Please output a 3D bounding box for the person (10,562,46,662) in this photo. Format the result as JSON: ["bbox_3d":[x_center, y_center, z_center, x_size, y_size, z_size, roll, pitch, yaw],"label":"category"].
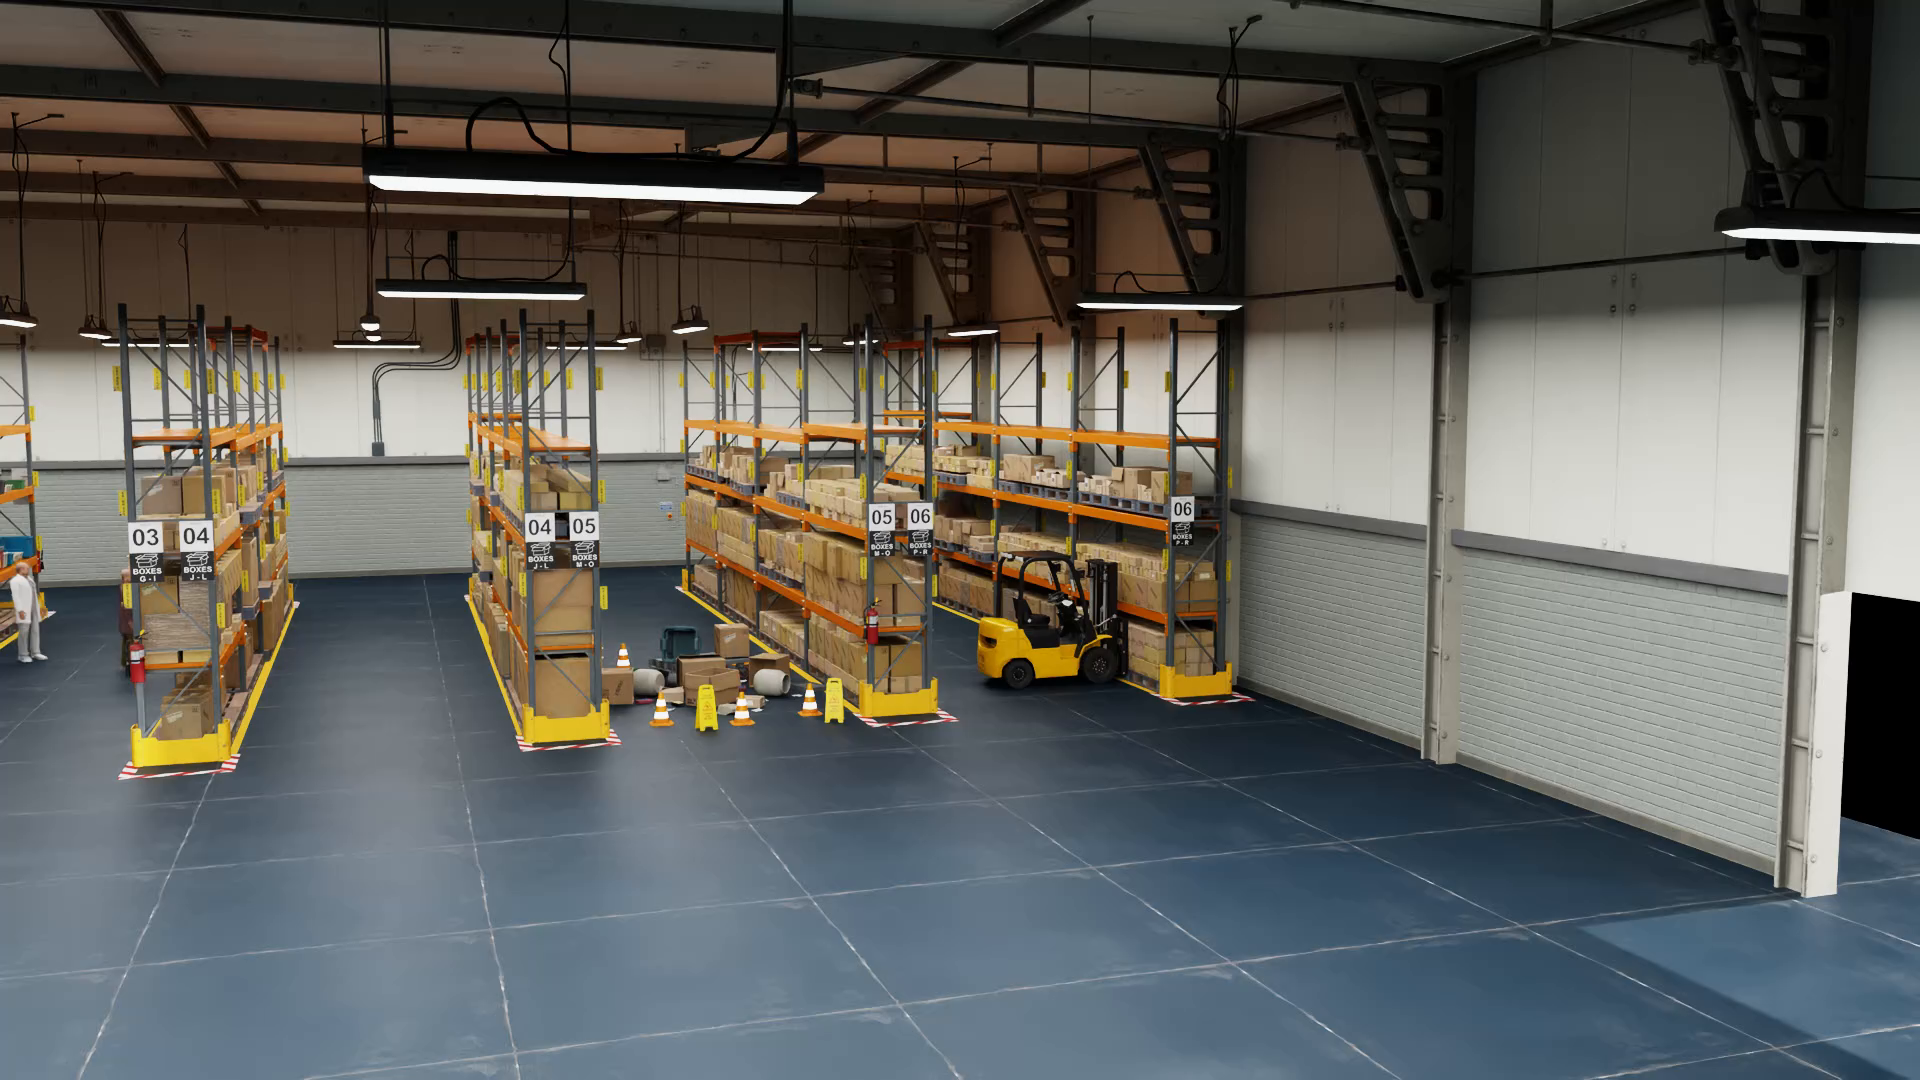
[{"bbox_3d":[-16.793,1.301,30.033,0.514,1.826,0.613,1,6,13],"label":"person"}]

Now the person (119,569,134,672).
[{"bbox_3d":[-14.355,1.382,28.832,0.402,1.789,0.599,-4,7,-39],"label":"person"}]
